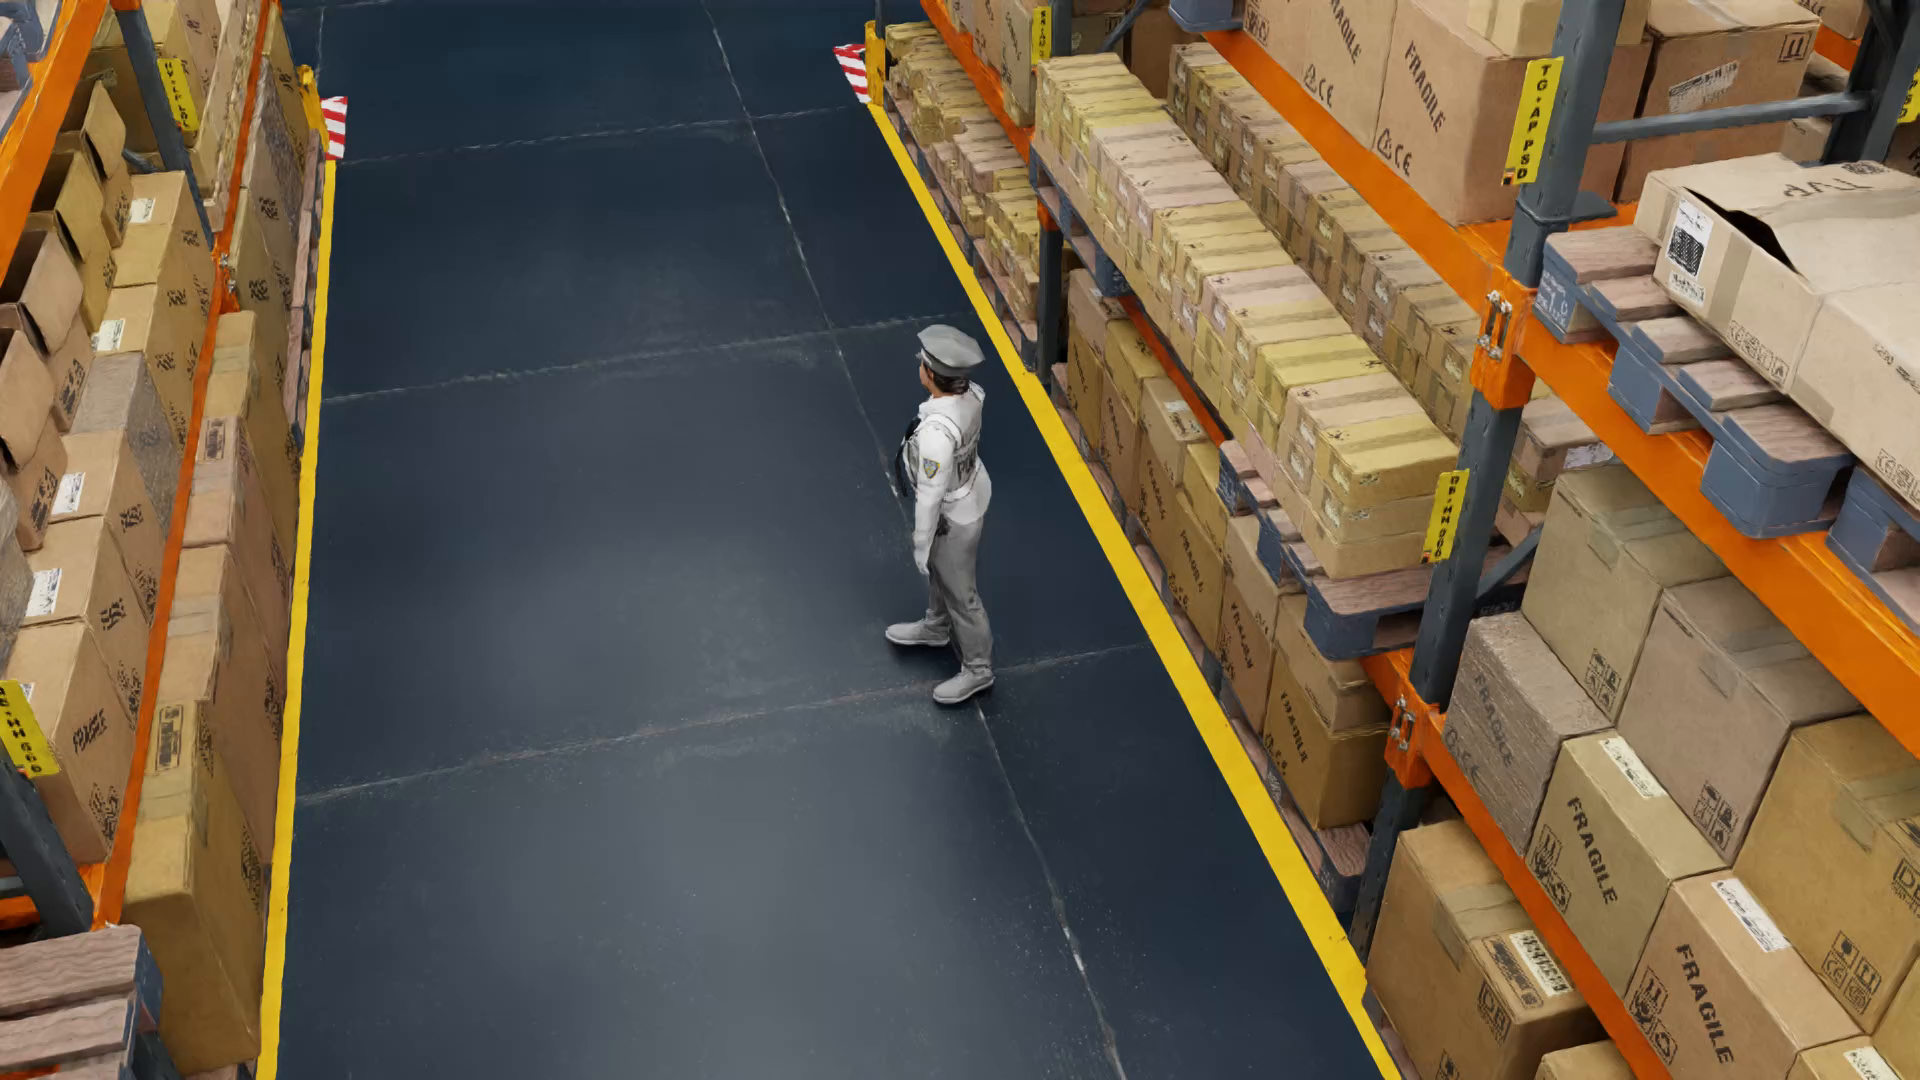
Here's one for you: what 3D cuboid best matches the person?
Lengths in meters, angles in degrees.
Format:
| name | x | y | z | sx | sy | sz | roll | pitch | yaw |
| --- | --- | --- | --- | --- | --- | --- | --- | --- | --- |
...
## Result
| name | x | y | z | sx | sy | sz | roll | pitch | yaw |
| --- | --- | --- | --- | --- | --- | --- | --- | --- | --- |
| person | -0.088 | -0.125 | 6.823 | 0.534 | 1.673 | 0.569 | 8 | 39 | 10 |
